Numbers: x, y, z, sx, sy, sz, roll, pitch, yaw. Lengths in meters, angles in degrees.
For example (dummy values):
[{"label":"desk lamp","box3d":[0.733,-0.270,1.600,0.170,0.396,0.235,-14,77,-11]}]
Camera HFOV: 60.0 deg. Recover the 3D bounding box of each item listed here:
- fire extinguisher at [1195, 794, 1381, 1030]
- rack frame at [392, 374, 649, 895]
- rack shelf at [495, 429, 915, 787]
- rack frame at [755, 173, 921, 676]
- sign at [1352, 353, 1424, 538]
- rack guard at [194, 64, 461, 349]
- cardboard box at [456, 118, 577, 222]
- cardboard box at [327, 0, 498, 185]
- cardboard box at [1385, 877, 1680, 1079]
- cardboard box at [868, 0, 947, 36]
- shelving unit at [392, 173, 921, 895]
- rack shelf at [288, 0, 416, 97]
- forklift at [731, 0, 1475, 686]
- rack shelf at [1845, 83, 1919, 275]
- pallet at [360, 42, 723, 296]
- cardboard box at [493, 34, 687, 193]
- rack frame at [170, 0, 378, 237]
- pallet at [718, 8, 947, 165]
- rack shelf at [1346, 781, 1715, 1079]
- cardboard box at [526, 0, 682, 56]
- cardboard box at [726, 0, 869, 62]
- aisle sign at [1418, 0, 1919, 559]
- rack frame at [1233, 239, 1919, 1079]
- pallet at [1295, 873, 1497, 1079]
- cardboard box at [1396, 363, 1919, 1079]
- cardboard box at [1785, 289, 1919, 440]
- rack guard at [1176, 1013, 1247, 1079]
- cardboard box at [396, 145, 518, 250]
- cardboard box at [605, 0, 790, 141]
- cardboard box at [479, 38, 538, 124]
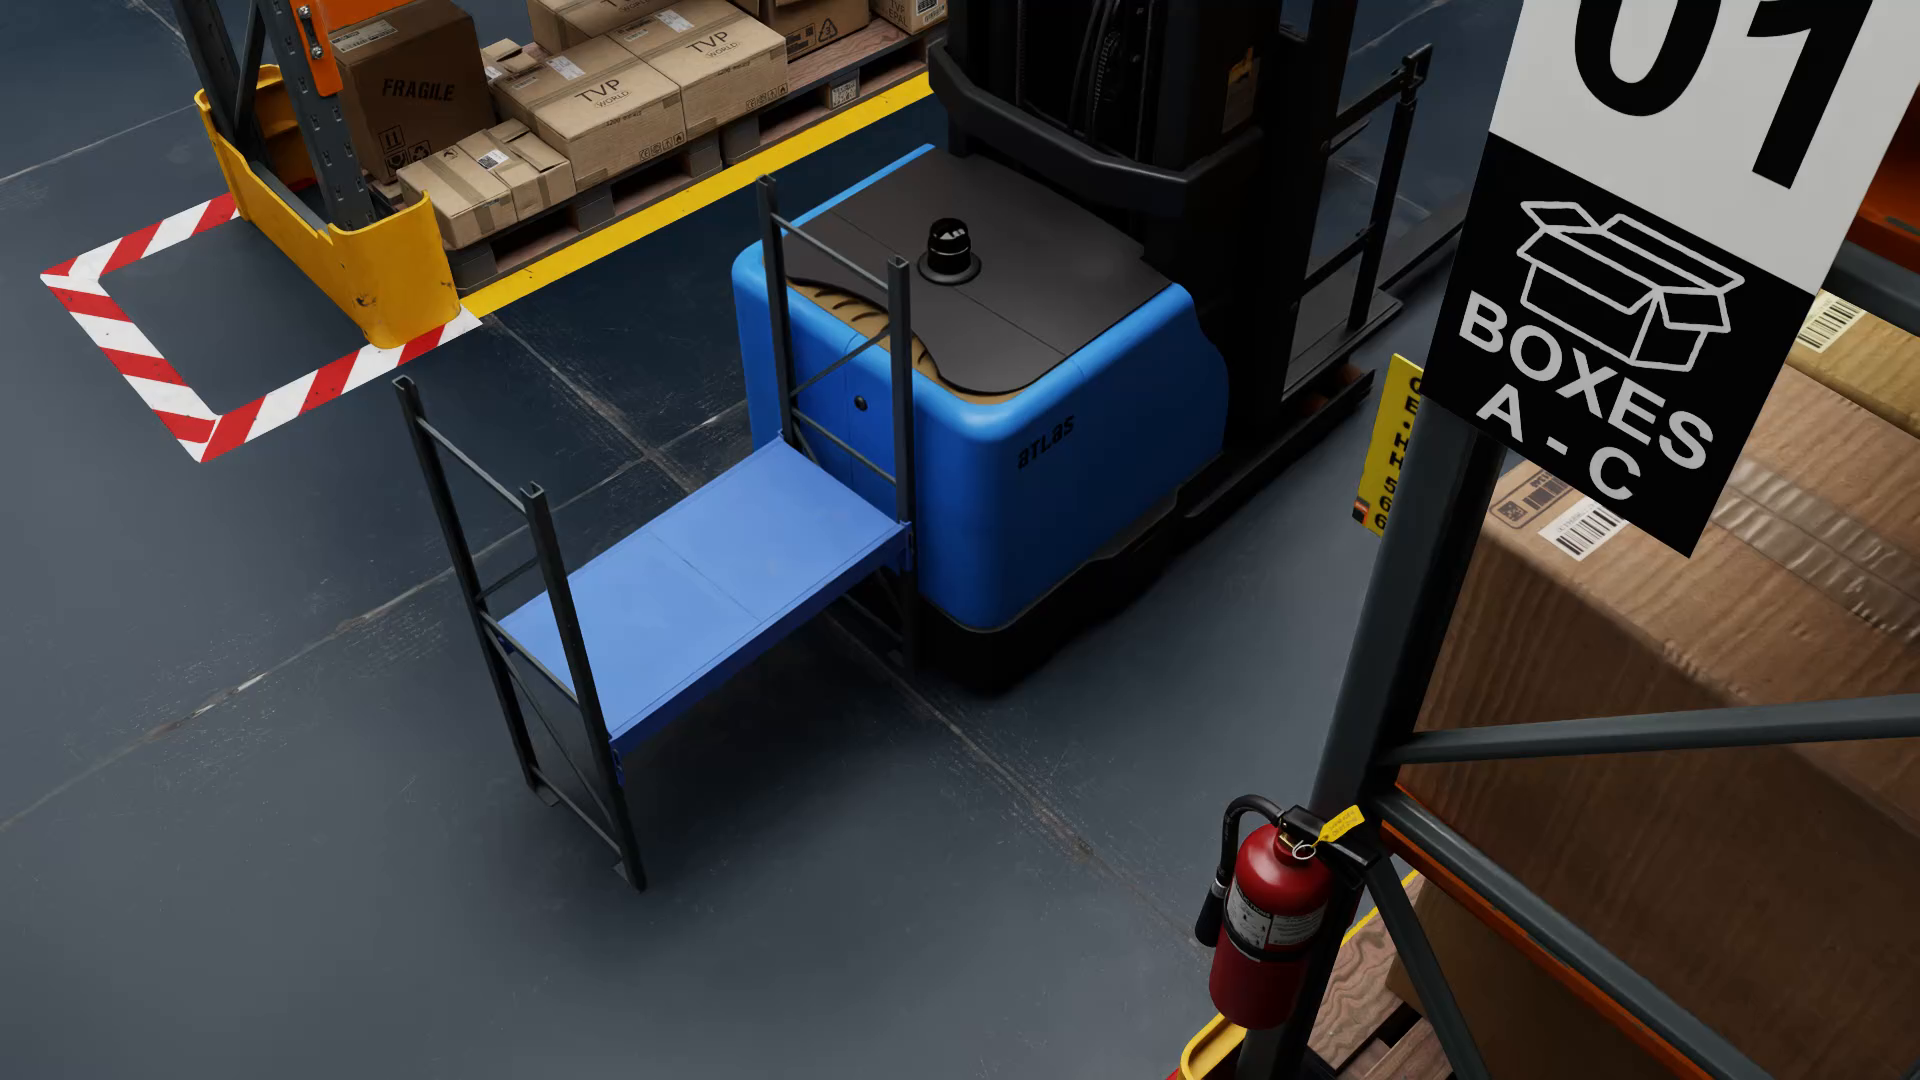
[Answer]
[{"label":"fire extinguisher","box3d":[0.559,0.633,2.931,0.183,0.674,0.296,-34,56,-27]},{"label":"rack frame","box3d":[-1.014,0.291,3.961,0.500,1.500,0.032,36,57,28]},{"label":"rack shelf","box3d":[-0.660,0.145,4.340,0.538,0.185,1.000,36,57,28]},{"label":"rack frame","box3d":[-0.305,-0.244,4.455,0.500,1.500,0.032,36,57,28]},{"label":"sign","box3d":[0.627,-0.118,2.369,0.005,0.325,0.100,-34,56,-27]},{"label":"rack guard","box3d":[-2.298,-1.225,6.040,0.348,0.500,1.175,-34,56,-27]},{"label":"cardboard box","box3d":[-1.628,-1.367,6.099,0.250,0.166,0.380,-34,56,-27]},{"label":"cardboard box","box3d":[-2.117,-1.740,6.216,0.500,0.500,0.500,-34,56,-27]},{"label":"cardboard box","box3d":[1.432,0.961,3.737,0.500,0.500,0.700,-34,56,-27]},{"label":"cardboard box","box3d":[-0.180,-2.444,6.994,0.500,0.311,0.500,-34,56,-27]},{"label":"shelving unit","box3d":[-0.660,0.023,4.208,0.538,1.500,1.048,36,57,28]},{"label":"rack shelf","box3d":[-0.874,-2.780,6.264,4.000,0.370,1.077,-34,56,-27]},{"label":"forklift","box3d":[0.749,-1.560,4.695,1.130,2.935,3.031,36,57,28]},{"label":"rack shelf","box3d":[2.461,-1.106,2.678,4.000,0.370,1.077,-34,56,-27]},{"label":"pallet","box3d":[-1.708,-1.522,6.511,1.213,0.211,1.003,-34,56,-27]},{"label":"cardboard box","box3d":[-1.391,-1.614,6.270,0.500,0.250,0.500,-34,56,-27]},{"label":"rack frame","box3d":[-2.354,-2.035,5.087,0.127,3.000,1.000,-34,56,-27]},{"label":"pallet","box3d":[-0.806,-2.122,7.064,1.213,0.211,1.003,-34,56,-27]},{"label":"rack shelf","box3d":[2.461,-0.088,3.780,4.000,0.370,1.077,-34,56,-27]},{"label":"cardboard box","box3d":[-1.394,-2.108,6.726,0.500,0.250,0.500,-34,56,-27]},{"label":"cardboard box","box3d":[-0.781,-2.384,6.808,0.637,0.503,0.797,-34,56,-27]},{"label":"aisle sign","box3d":[0.726,-0.353,1.766,0.004,0.787,0.394,-34,56,-27]},{"label":"rack frame","box3d":[0.979,0.655,2.605,0.053,2.616,0.949,-34,56,-27]},{"label":"pallet","box3d":[1.520,1.164,4.032,1.213,0.211,1.003,-34,56,-27]},{"label":"cardboard box","box3d":[1.352,0.297,2.731,0.700,0.700,0.980,-31,55,-26]},{"label":"cardboard box","box3d":[1.883,-0.069,3.068,0.700,0.700,0.980,-34,56,-27]},{"label":"rack guard","box3d":[0.964,1.516,3.511,0.348,0.500,1.175,-34,56,-27]},{"label":"cardboard box","box3d":[-1.813,-1.238,5.992,0.250,0.149,0.380,-34,56,-27]},{"label":"cardboard box","box3d":[-1.021,-1.861,6.498,0.500,0.250,0.500,-34,56,-27]},{"label":"cardboard box","box3d":[-1.757,-1.778,6.478,0.250,0.166,0.380,-34,56,-27]}]
